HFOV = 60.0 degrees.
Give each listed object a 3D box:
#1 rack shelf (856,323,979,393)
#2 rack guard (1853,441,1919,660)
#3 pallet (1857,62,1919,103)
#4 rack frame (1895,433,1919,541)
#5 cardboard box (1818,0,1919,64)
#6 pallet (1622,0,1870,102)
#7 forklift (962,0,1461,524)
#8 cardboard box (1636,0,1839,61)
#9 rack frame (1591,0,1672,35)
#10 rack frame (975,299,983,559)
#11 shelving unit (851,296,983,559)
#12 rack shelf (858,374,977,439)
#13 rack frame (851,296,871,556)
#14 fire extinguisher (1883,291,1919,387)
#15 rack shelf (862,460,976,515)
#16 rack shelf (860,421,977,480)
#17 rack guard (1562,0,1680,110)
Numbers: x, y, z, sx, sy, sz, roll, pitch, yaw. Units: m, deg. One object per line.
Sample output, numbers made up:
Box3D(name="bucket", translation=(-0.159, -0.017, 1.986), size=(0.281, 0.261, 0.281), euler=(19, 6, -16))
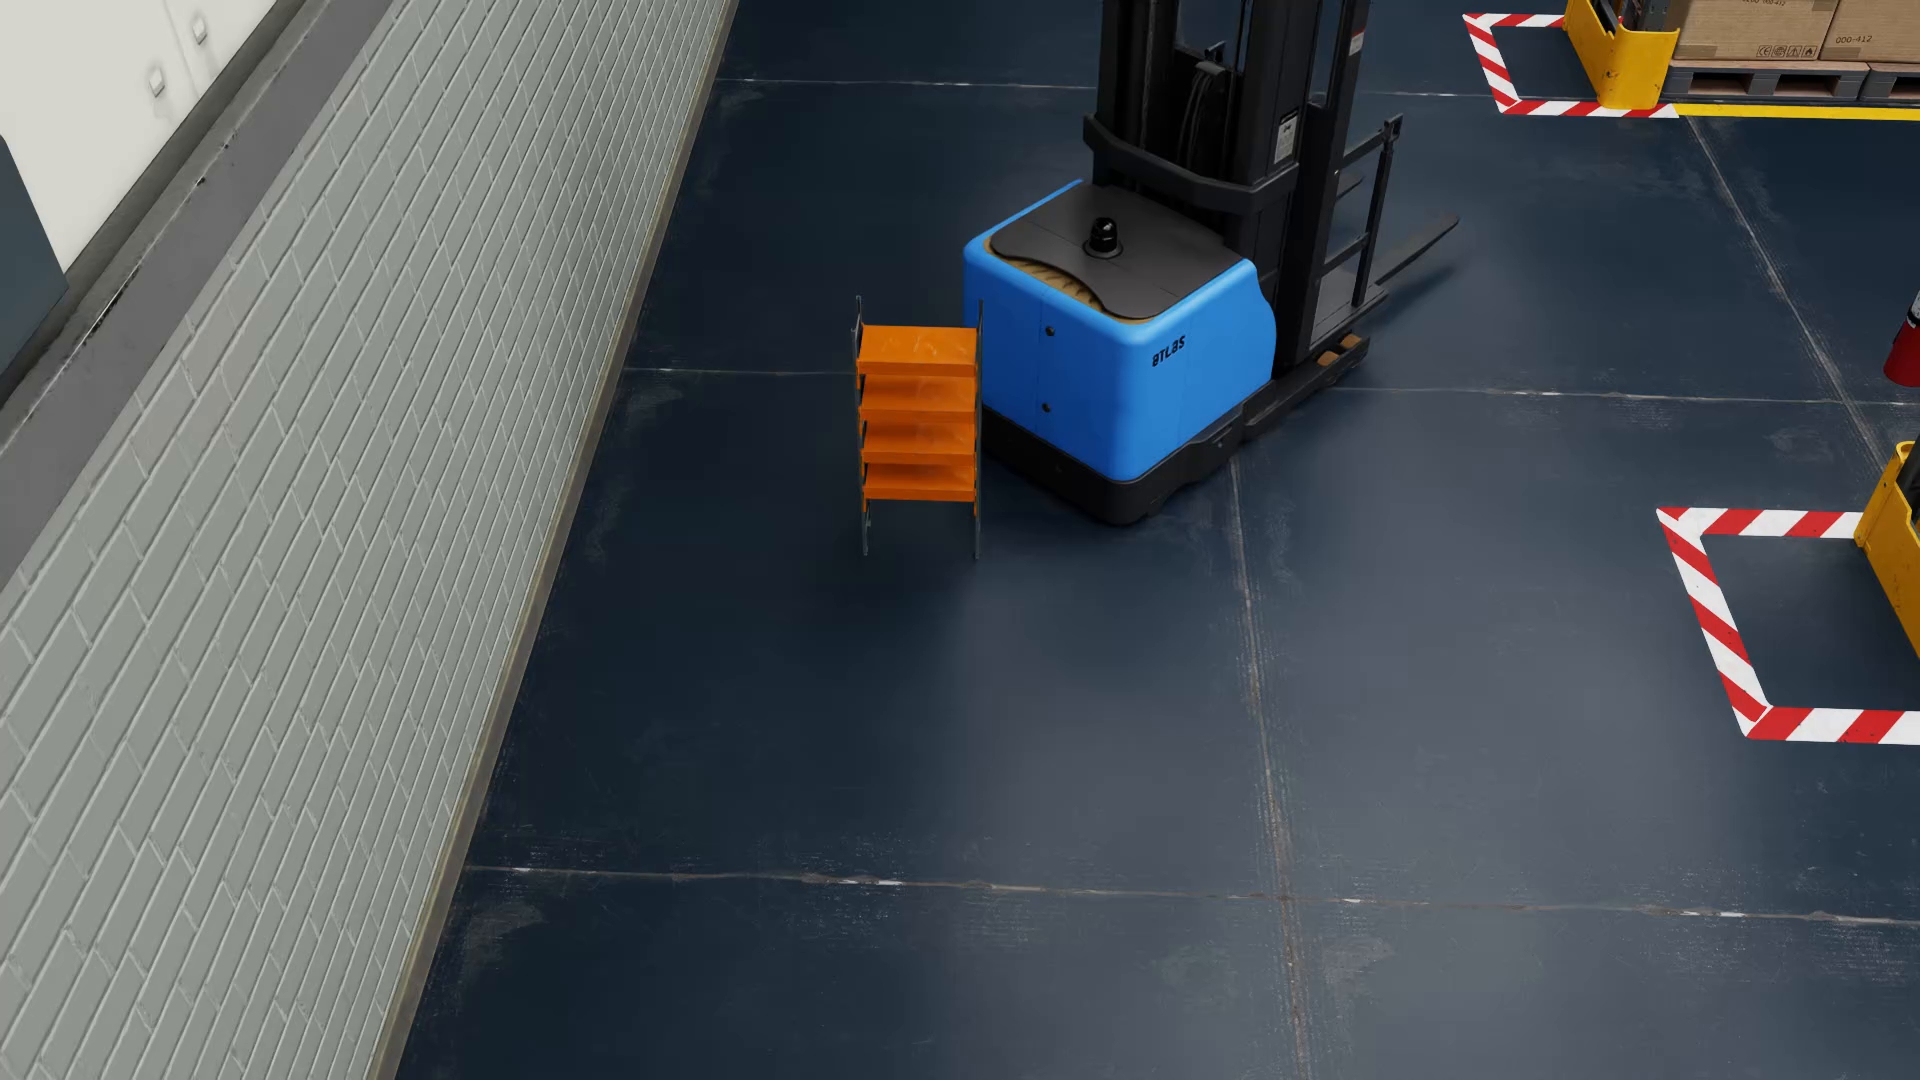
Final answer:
Box3D(name="rack shelf", translation=(-0.165, -0.732, 6.664), size=(0.480, 0.148, 0.258), euler=(2, 43, 2))
Box3D(name="rack guard", translation=(4.097, 0.167, 6.789), size=(0.348, 0.500, 1.175), euler=(2, 43, 2))
Box3D(name="pallet", translation=(6.161, -3.093, 10.500), size=(1.213, 0.211, 1.003), euler=(2, 43, 2))
Box3D(name="rack frame", translation=(4.021, -0.750, 5.940), size=(0.127, 3.000, 1.000), euler=(2, 43, 2))
Box3D(name="cardboard box", translation=(5.721, -3.365, 10.319), size=(0.875, 0.438, 0.875), euler=(3, 43, 3))
Box3D(name="pallet", translation=(4.945, -3.132, 10.543), size=(1.213, 0.211, 1.003), euler=(2, 43, 2))
Box3D(name="forklift", translation=(1.379, -2.048, 7.384), size=(1.130, 2.935, 3.031), euler=(33, 52, 30))
Box3D(name="cardboard box", translation=(4.807, -3.388, 10.343), size=(0.875, 0.438, 0.875), euler=(0, 43, 0))
Box3D(name="rack frame", translation=(4.143, -4.124, 9.561), size=(0.127, 3.000, 1.000), euler=(2, 43, 2))
Box3D(name="rack frame", translation=(0.078, -0.437, 6.924), size=(0.015, 1.200, 0.240), euler=(2, 43, 2))
Box3D(name="shelving unit", translation=(-0.165, -0.444, 6.932), size=(0.503, 1.200, 0.258), euler=(2, 43, 2))
Box3D(name="rack shelf", translation=(-0.165, -0.559, 6.825), size=(0.480, 0.148, 0.258), euler=(2, 43, 2))
Box3D(name="rack frame", translation=(-0.409, -0.452, 6.940), size=(0.015, 1.200, 0.240), euler=(2, 43, 2))
Box3D(name="fire extinguisher", translation=(3.790, -0.907, 6.439), size=(0.183, 0.674, 0.296), euler=(2, 43, 2))
Box3D(name="rack shelf", translation=(-0.165, -0.250, 7.113), size=(0.480, 0.148, 0.258), euler=(2, 43, 2))
Box3D(name="rack shelf", translation=(-0.165, -0.395, 6.978), size=(0.480, 0.148, 0.258), euler=(2, 43, 2))
Box3D(name="rack guard", translation=(4.119, -3.210, 10.414), size=(0.348, 0.500, 1.175), euler=(2, 43, 2))
